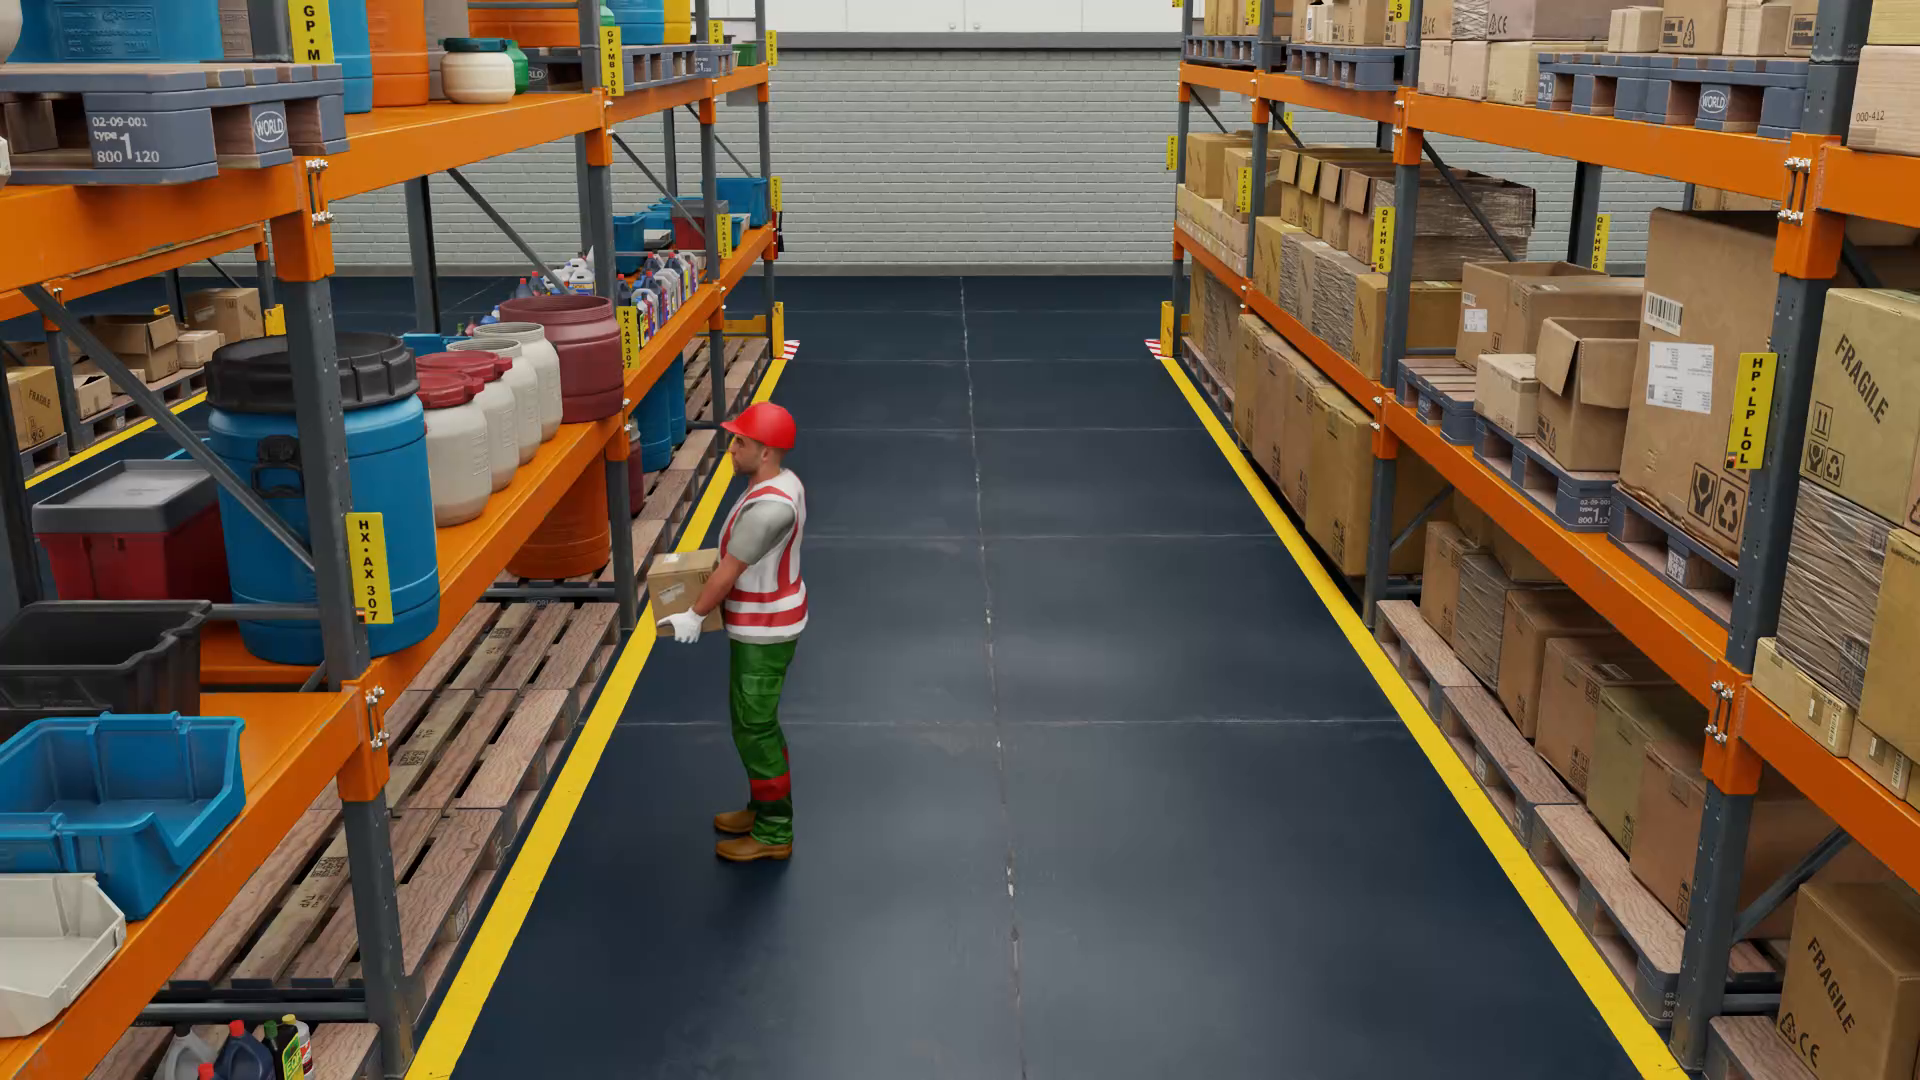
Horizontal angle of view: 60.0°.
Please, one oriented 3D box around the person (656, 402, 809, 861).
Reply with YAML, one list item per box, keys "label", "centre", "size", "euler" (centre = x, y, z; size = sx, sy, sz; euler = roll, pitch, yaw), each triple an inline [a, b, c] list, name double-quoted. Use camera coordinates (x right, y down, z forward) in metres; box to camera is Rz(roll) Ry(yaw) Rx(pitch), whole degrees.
- label: "person"
  centre: [-0.856, 0.350, 6.359]
  size: [0.566, 1.784, 0.494]
  euler: [0, 17, 0]
